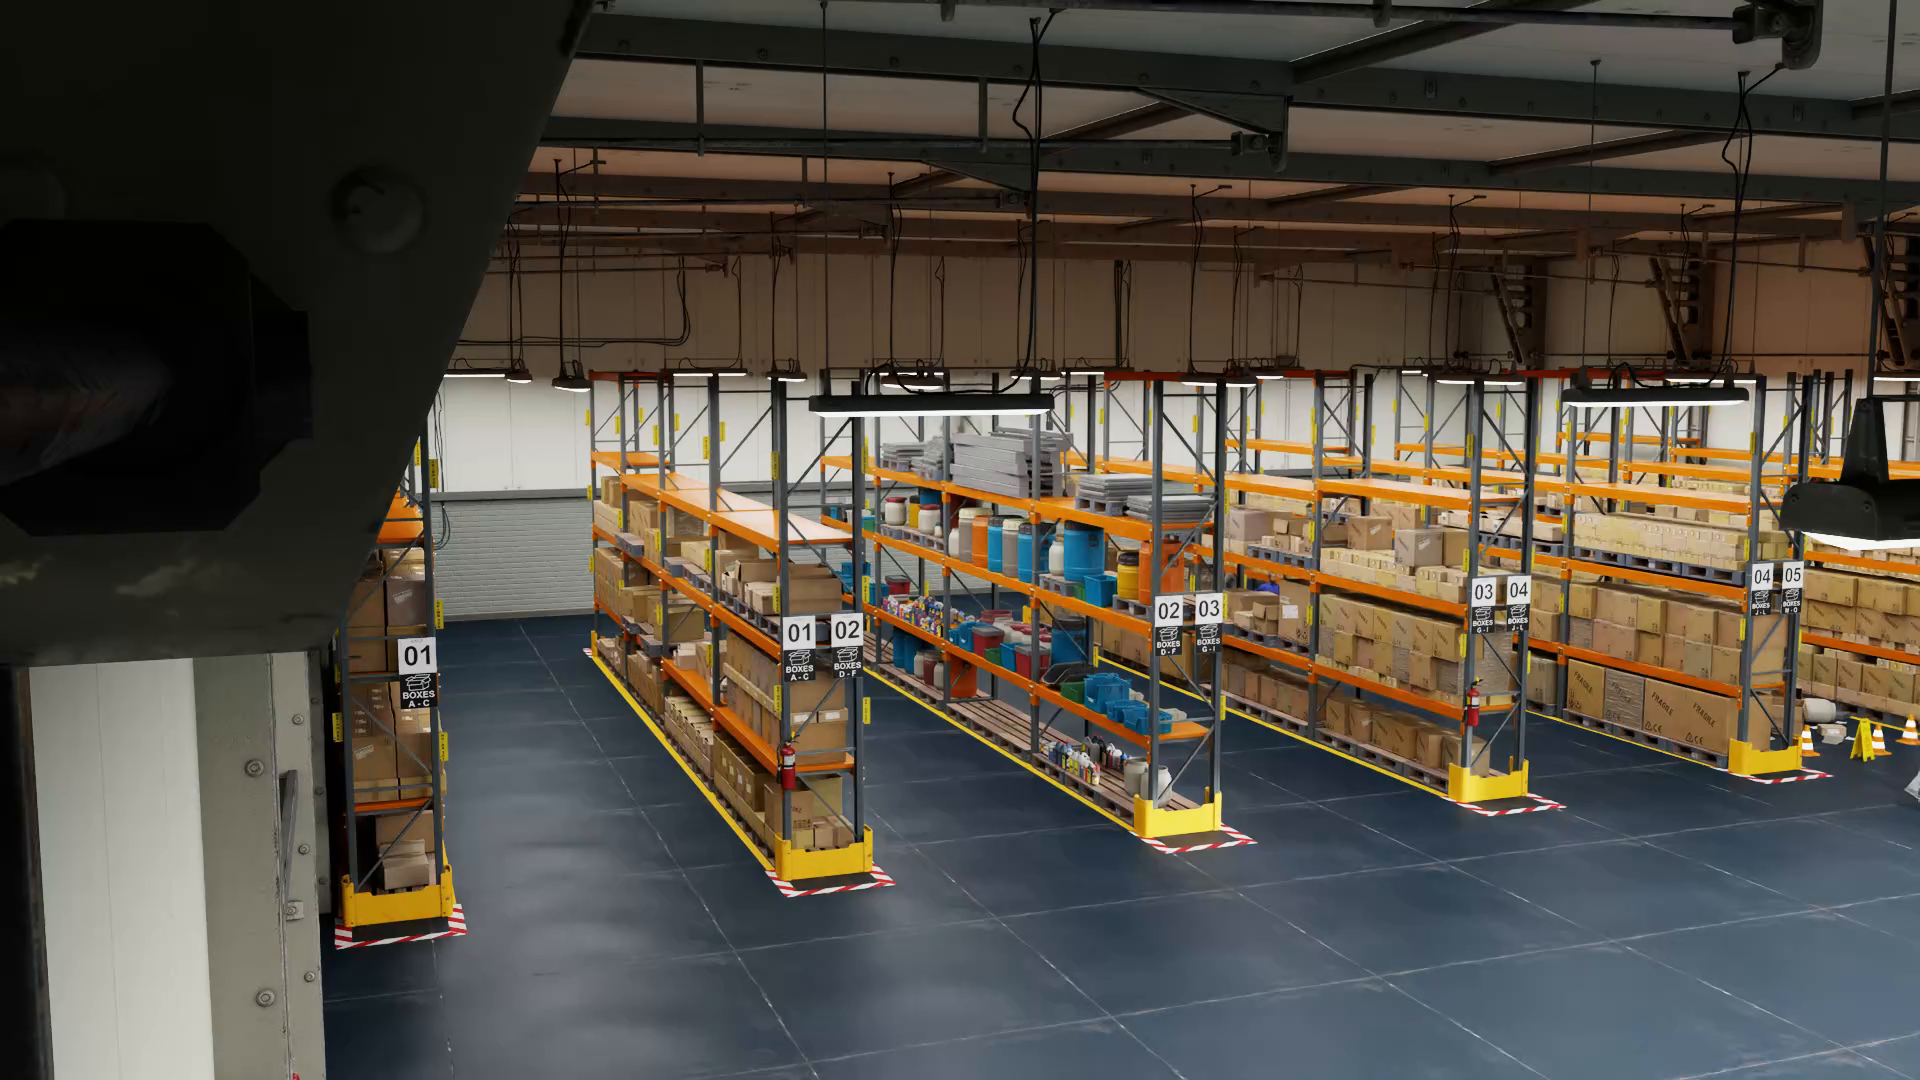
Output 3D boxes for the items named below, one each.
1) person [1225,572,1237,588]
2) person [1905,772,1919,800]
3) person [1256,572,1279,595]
[{"bbox_3d":[6.785,0.872,41.653,0.693,1.676,0.638,2,7,18],"label":"person"},{"bbox_3d":[13.723,2.869,23.207,0.821,1.846,0.647,3,7,24],"label":"person"},{"bbox_3d":[6.657,1.537,35.600,0.556,1.691,0.807,-3,7,-23],"label":"person"}]
